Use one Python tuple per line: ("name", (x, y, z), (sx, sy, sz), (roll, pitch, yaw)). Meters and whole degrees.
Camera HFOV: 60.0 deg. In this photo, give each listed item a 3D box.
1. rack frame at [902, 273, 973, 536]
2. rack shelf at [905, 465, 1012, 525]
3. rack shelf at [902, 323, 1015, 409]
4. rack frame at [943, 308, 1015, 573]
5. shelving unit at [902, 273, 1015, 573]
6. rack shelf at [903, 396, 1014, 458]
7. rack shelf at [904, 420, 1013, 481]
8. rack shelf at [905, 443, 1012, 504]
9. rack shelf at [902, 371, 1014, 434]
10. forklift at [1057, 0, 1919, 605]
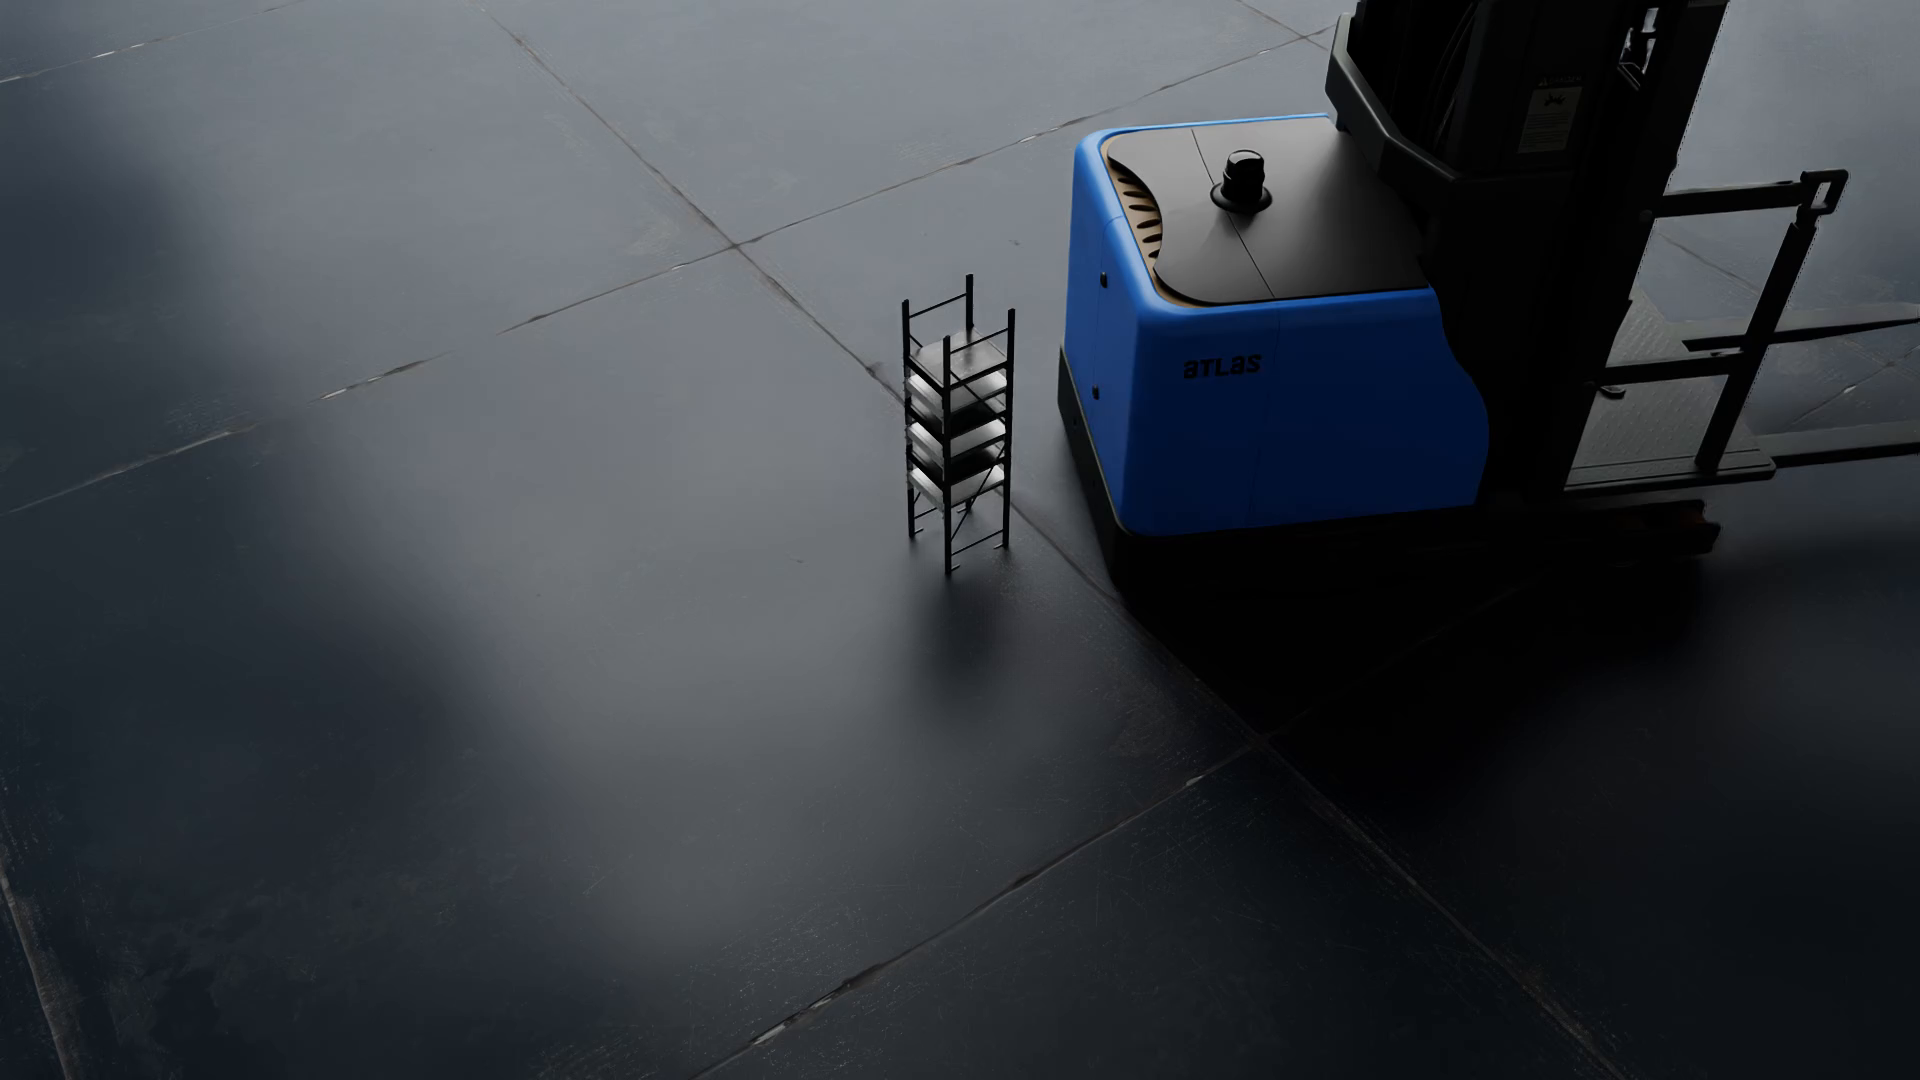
("rack frame", (-0.063, -0.388, 5.004), (0.240, 0.900, 0.006), (-26, 49, -24))
("rack shelf", (-0.005, -0.176, 5.091), (0.258, 0.077, 0.200), (-26, 49, -24))
("rack shelf", (-0.005, -0.501, 4.781), (0.258, 0.077, 0.200), (-26, 49, -24))
("rack frame", (0.054, -0.273, 4.884), (0.240, 0.900, 0.006), (-26, 49, -24))
("shelving unit", (-0.005, -0.330, 4.944), (0.258, 0.900, 0.210), (-26, 49, -24))
("rack shelf", (-0.005, -0.371, 4.905), (0.258, 0.077, 0.200), (-26, 49, -24))
("rack shelf", (-0.005, -0.306, 4.967), (0.258, 0.077, 0.200), (-26, 49, -24))
("rack shelf", (-0.005, -0.241, 5.029), (0.258, 0.077, 0.200), (-26, 49, -24))
("rack shelf", (-0.005, -0.436, 4.843), (0.258, 0.077, 0.200), (-26, 49, -24))
("forklift", (1.891, -1.333, 4.524), (3.031, 2.935, 1.130), (-6, 44, -6))
